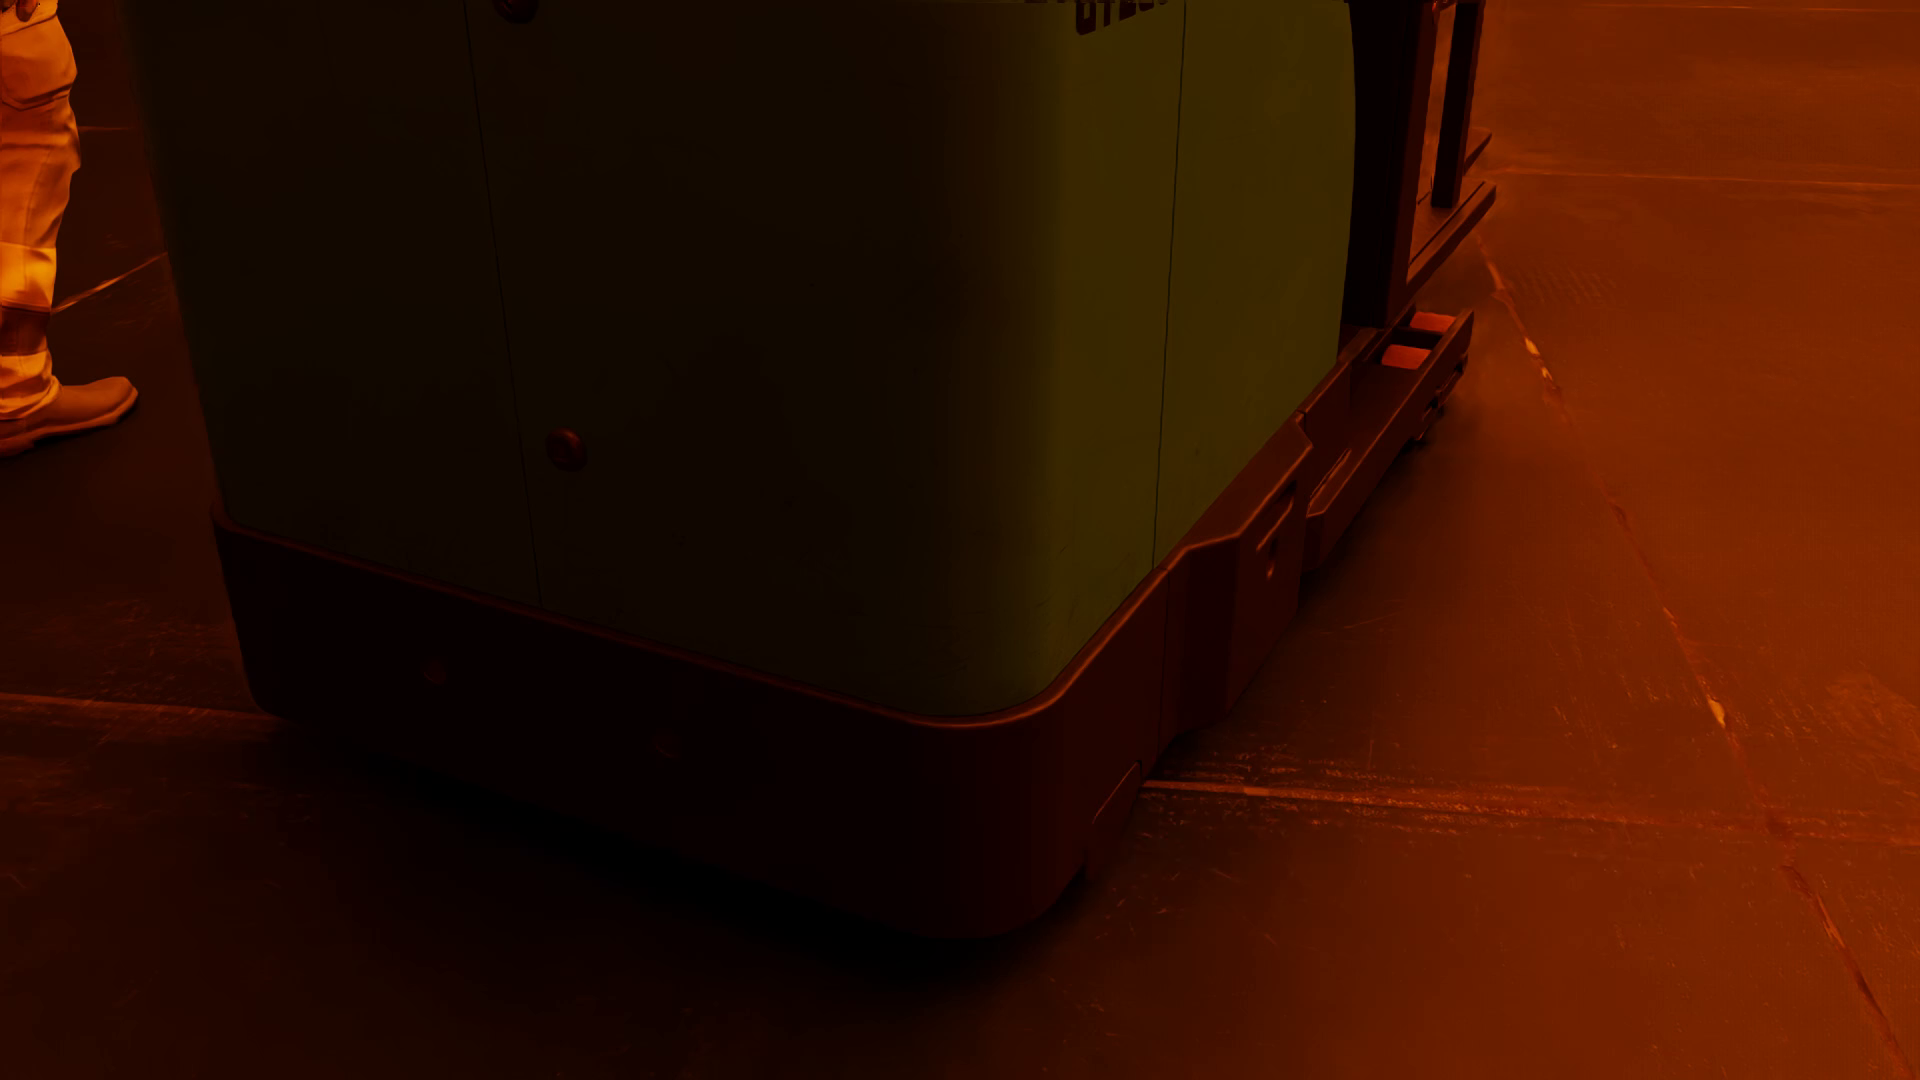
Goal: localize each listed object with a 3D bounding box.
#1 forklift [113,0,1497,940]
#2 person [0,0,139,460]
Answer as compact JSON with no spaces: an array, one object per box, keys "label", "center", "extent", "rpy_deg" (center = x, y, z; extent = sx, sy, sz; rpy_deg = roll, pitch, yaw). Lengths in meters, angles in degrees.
[{"label":"forklift","center":[0.269,-1.559,2.341],"extent":[1.130,2.935,3.031],"rpy_deg":[13,29,24]},{"label":"person","center":[-1.658,-1.018,2.582],"extent":[0.852,1.750,0.433],"rpy_deg":[11,28,20]}]
